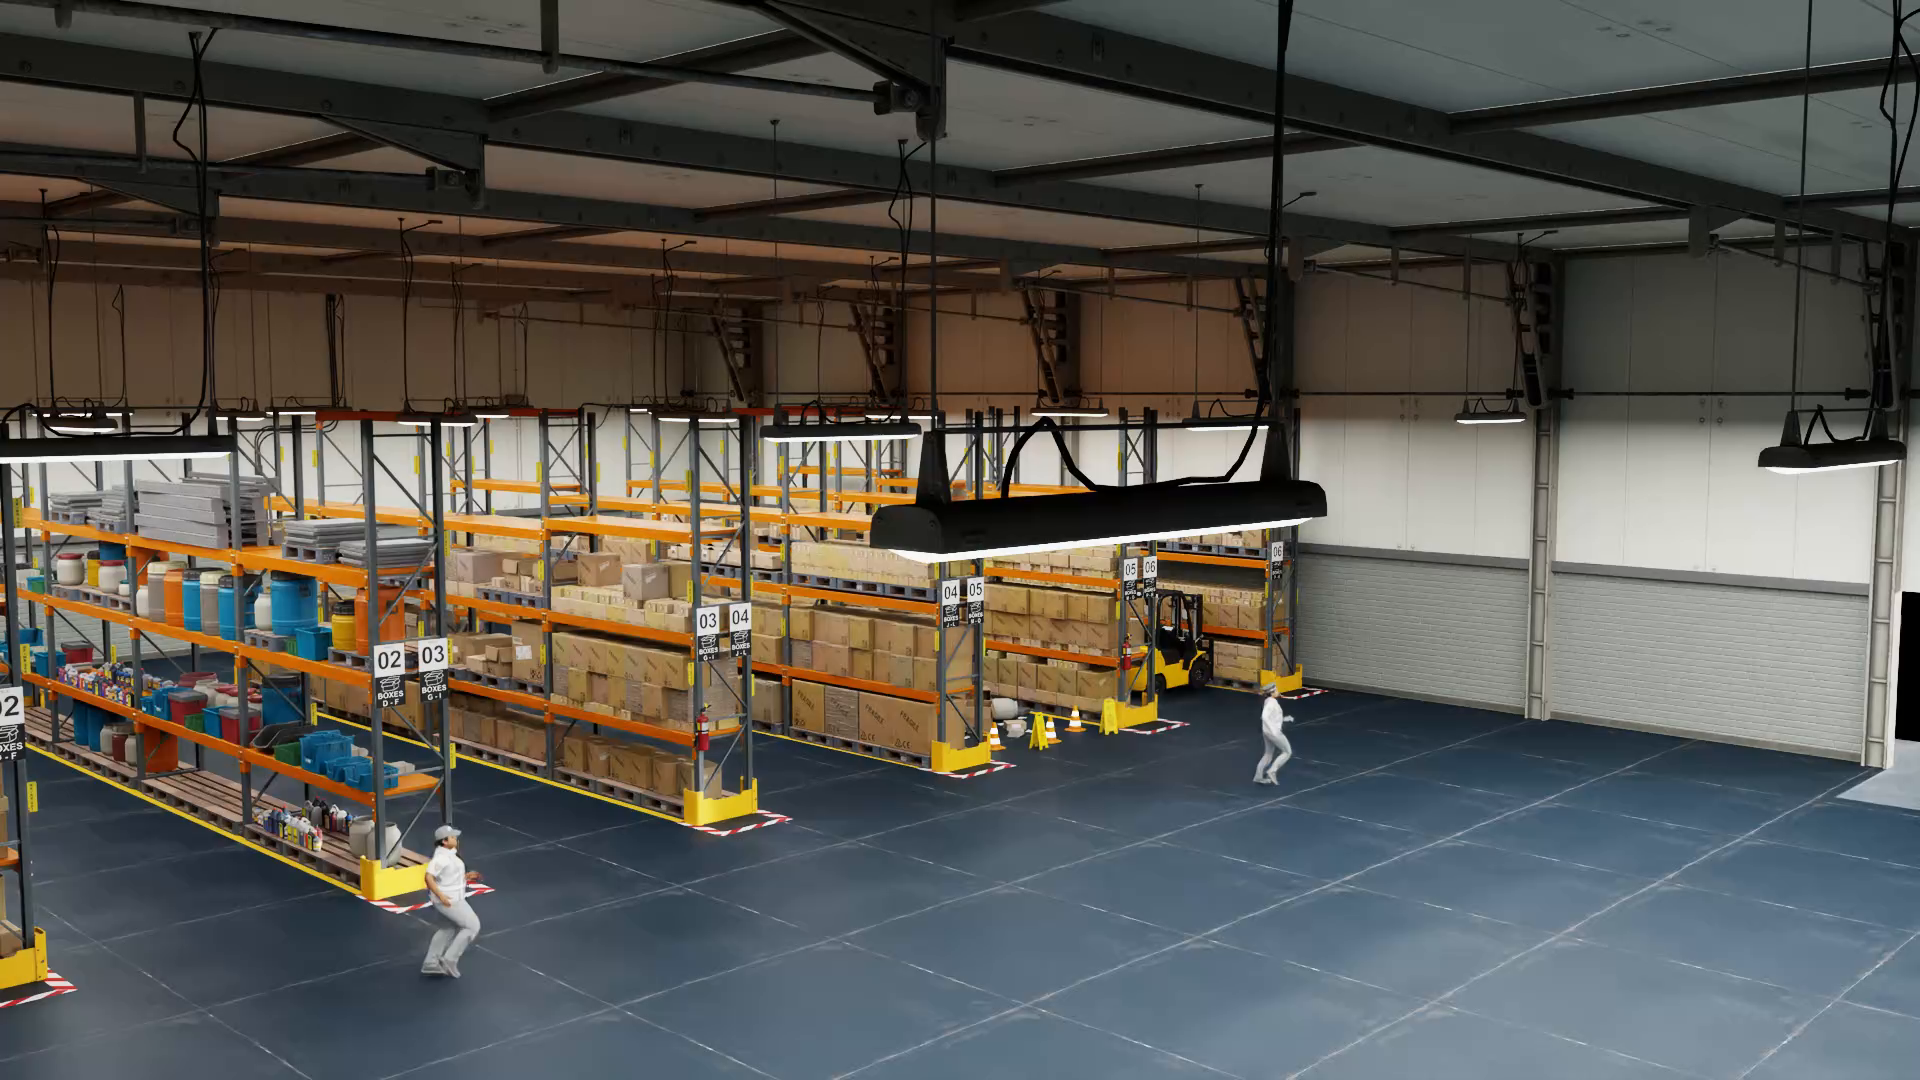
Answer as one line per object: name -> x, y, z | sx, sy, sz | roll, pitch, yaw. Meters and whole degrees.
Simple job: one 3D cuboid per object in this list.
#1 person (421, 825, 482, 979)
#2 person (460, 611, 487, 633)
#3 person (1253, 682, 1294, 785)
person -> -5.507, 3.912, 18.021 | 0.648, 1.659, 0.587 | -2, 5, -22
person -> -10.577, 2.331, 36.248 | 0.513, 1.644, 0.733 | -5, 7, -44
person -> 5.068, 3.112, 26.788 | 0.642, 1.673, 0.583 | -1, 5, -7
